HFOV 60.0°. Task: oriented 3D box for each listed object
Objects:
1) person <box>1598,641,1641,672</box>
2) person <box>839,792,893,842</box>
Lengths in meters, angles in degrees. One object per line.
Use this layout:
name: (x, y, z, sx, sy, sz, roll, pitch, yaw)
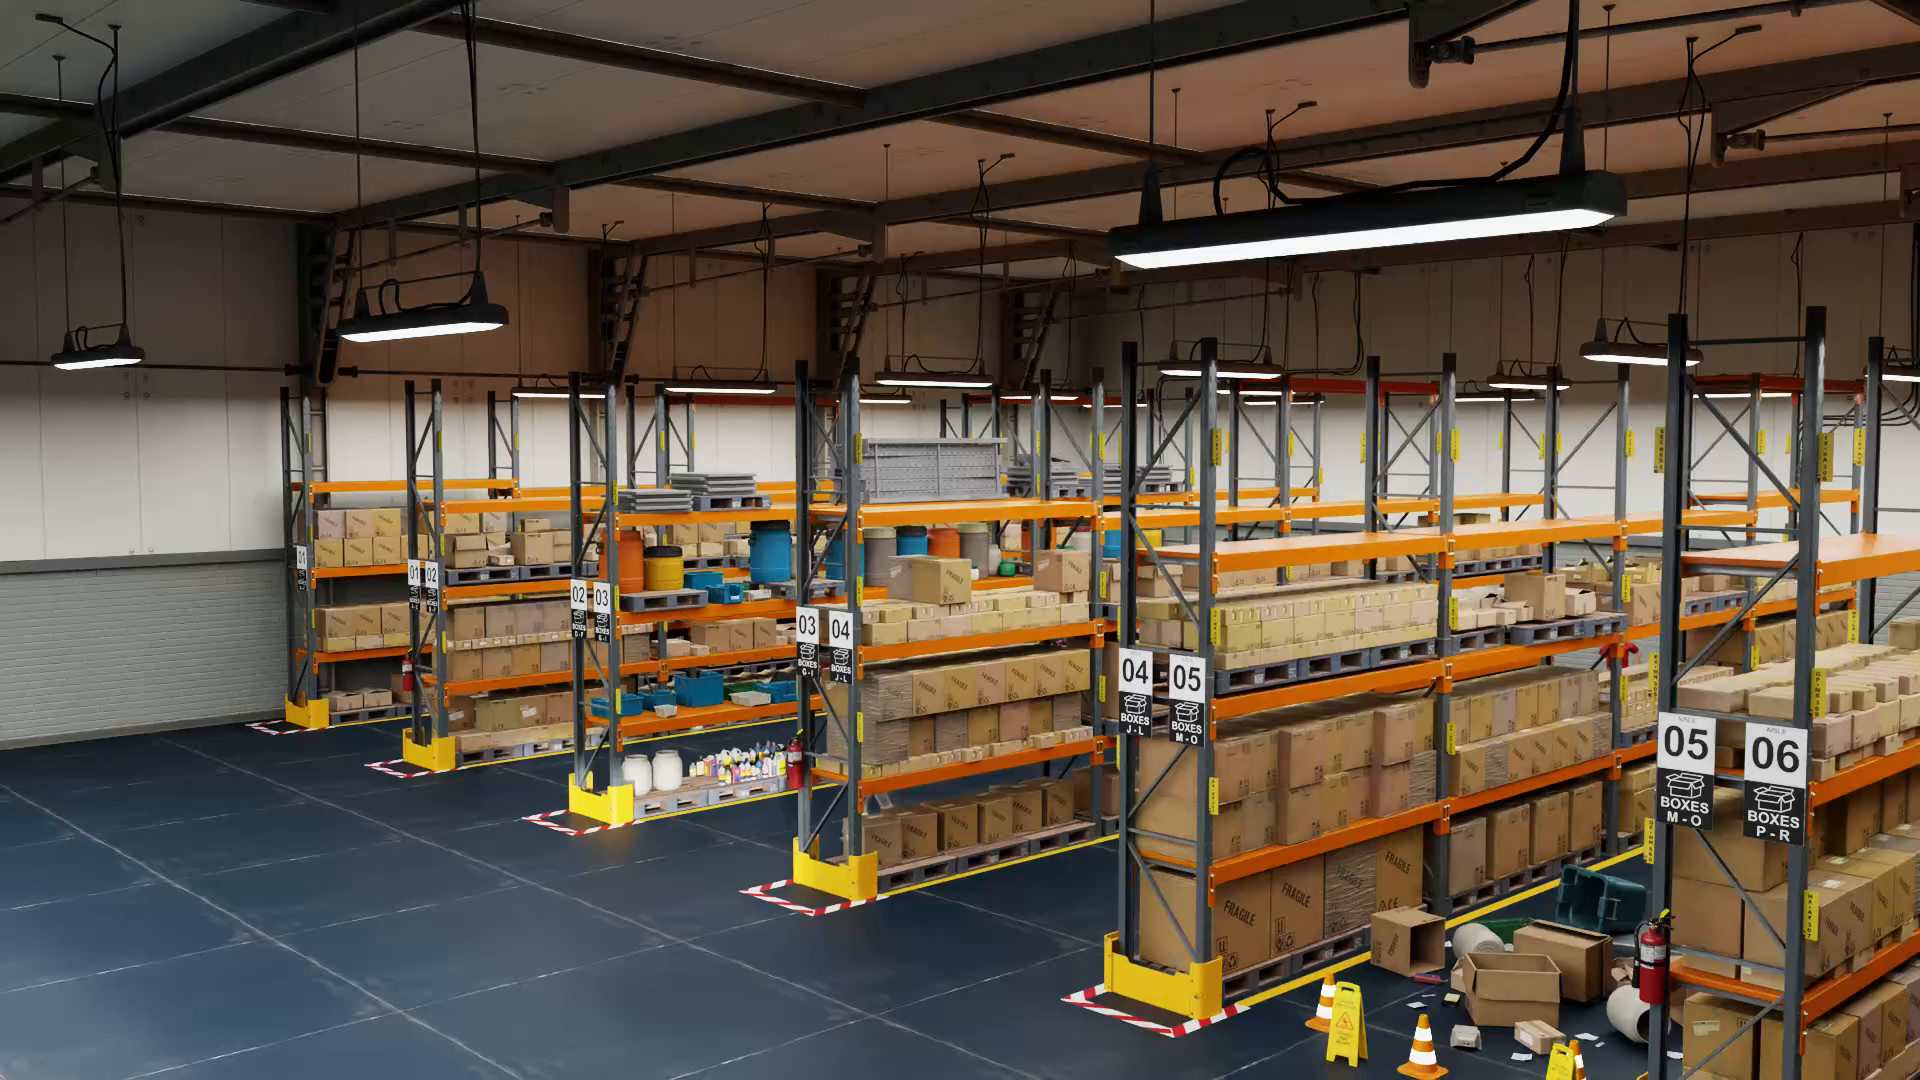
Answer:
person: (11.666, 2.431, 29.520, 0.648, 1.788, 0.852, 3, 5, 41)
person: (-1.185, 2.928, 21.274, 0.766, 1.779, 0.740, 0, 4, -7)
